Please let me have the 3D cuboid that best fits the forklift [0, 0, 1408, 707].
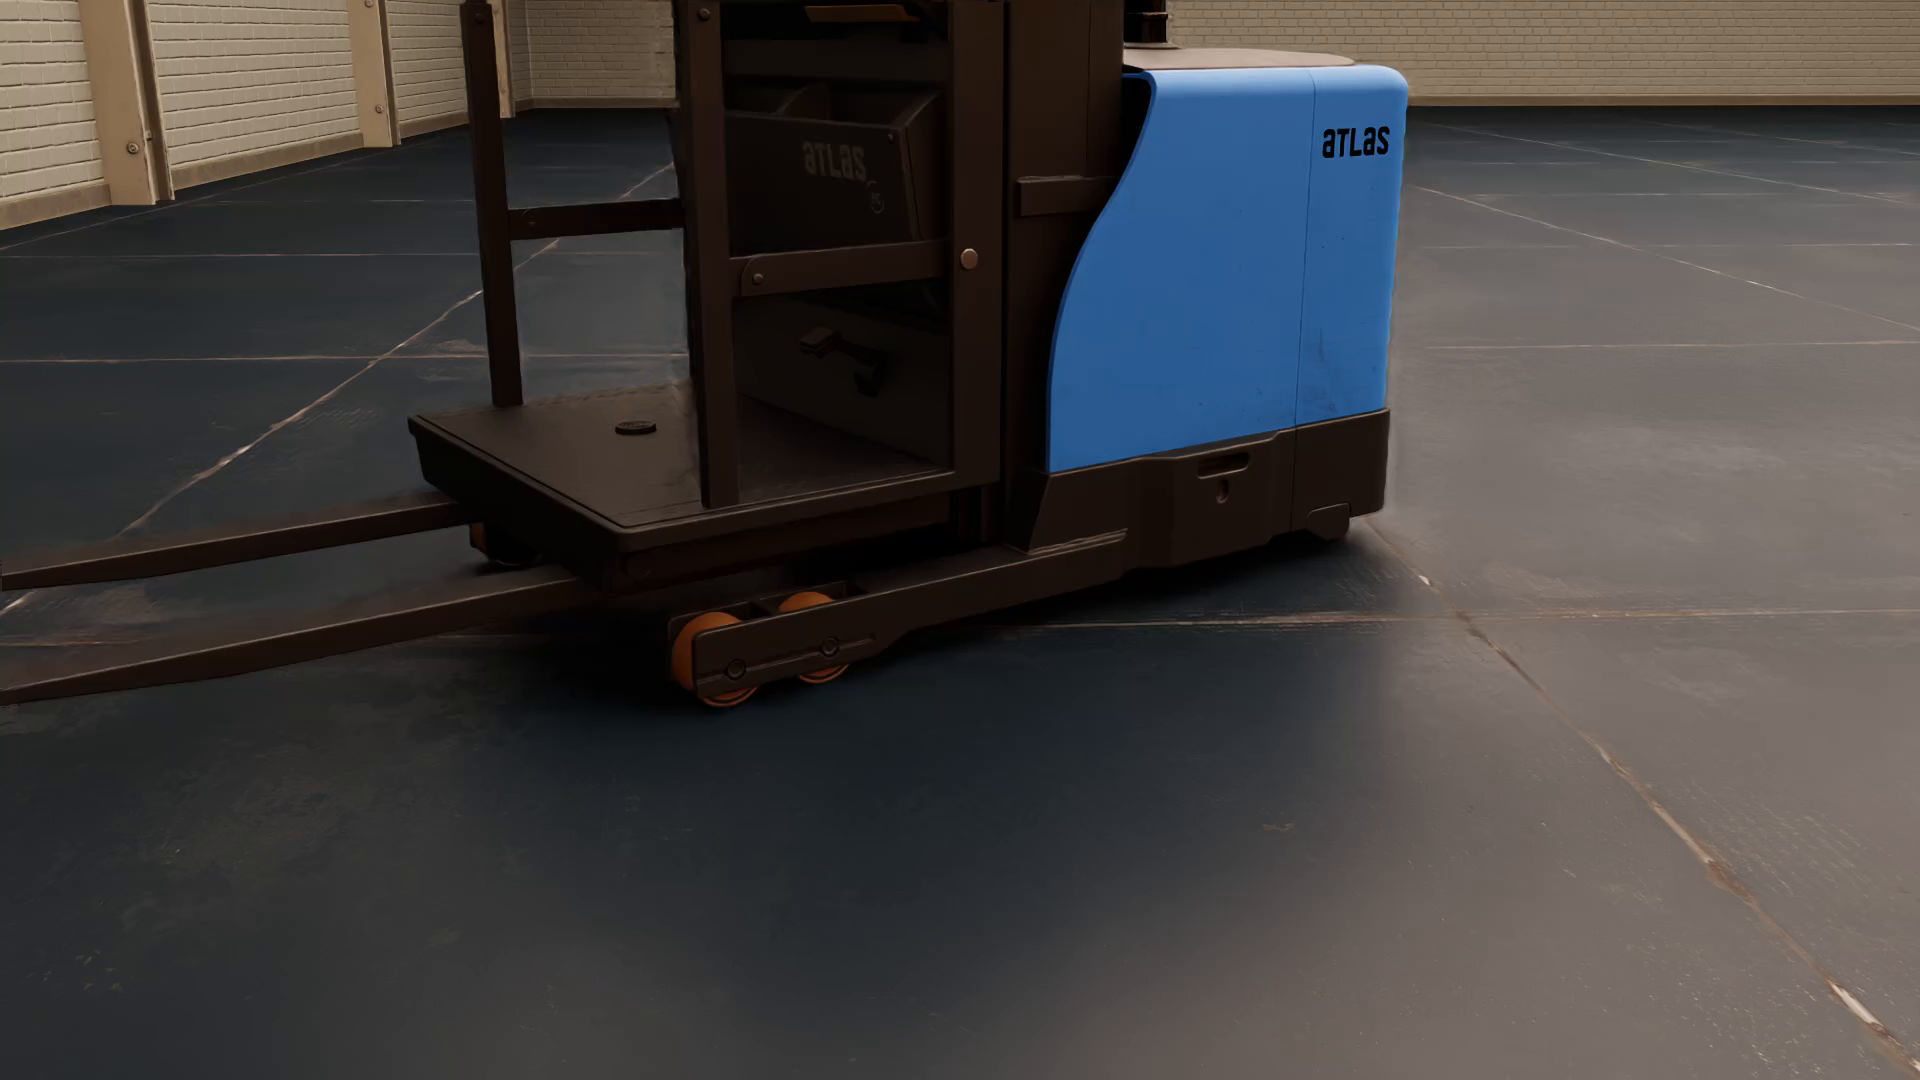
[{"bbox_3d":[-0.490,-1.280,3.092,3.031,2.935,1.130,-12,21,-34],"label":"forklift"}]
